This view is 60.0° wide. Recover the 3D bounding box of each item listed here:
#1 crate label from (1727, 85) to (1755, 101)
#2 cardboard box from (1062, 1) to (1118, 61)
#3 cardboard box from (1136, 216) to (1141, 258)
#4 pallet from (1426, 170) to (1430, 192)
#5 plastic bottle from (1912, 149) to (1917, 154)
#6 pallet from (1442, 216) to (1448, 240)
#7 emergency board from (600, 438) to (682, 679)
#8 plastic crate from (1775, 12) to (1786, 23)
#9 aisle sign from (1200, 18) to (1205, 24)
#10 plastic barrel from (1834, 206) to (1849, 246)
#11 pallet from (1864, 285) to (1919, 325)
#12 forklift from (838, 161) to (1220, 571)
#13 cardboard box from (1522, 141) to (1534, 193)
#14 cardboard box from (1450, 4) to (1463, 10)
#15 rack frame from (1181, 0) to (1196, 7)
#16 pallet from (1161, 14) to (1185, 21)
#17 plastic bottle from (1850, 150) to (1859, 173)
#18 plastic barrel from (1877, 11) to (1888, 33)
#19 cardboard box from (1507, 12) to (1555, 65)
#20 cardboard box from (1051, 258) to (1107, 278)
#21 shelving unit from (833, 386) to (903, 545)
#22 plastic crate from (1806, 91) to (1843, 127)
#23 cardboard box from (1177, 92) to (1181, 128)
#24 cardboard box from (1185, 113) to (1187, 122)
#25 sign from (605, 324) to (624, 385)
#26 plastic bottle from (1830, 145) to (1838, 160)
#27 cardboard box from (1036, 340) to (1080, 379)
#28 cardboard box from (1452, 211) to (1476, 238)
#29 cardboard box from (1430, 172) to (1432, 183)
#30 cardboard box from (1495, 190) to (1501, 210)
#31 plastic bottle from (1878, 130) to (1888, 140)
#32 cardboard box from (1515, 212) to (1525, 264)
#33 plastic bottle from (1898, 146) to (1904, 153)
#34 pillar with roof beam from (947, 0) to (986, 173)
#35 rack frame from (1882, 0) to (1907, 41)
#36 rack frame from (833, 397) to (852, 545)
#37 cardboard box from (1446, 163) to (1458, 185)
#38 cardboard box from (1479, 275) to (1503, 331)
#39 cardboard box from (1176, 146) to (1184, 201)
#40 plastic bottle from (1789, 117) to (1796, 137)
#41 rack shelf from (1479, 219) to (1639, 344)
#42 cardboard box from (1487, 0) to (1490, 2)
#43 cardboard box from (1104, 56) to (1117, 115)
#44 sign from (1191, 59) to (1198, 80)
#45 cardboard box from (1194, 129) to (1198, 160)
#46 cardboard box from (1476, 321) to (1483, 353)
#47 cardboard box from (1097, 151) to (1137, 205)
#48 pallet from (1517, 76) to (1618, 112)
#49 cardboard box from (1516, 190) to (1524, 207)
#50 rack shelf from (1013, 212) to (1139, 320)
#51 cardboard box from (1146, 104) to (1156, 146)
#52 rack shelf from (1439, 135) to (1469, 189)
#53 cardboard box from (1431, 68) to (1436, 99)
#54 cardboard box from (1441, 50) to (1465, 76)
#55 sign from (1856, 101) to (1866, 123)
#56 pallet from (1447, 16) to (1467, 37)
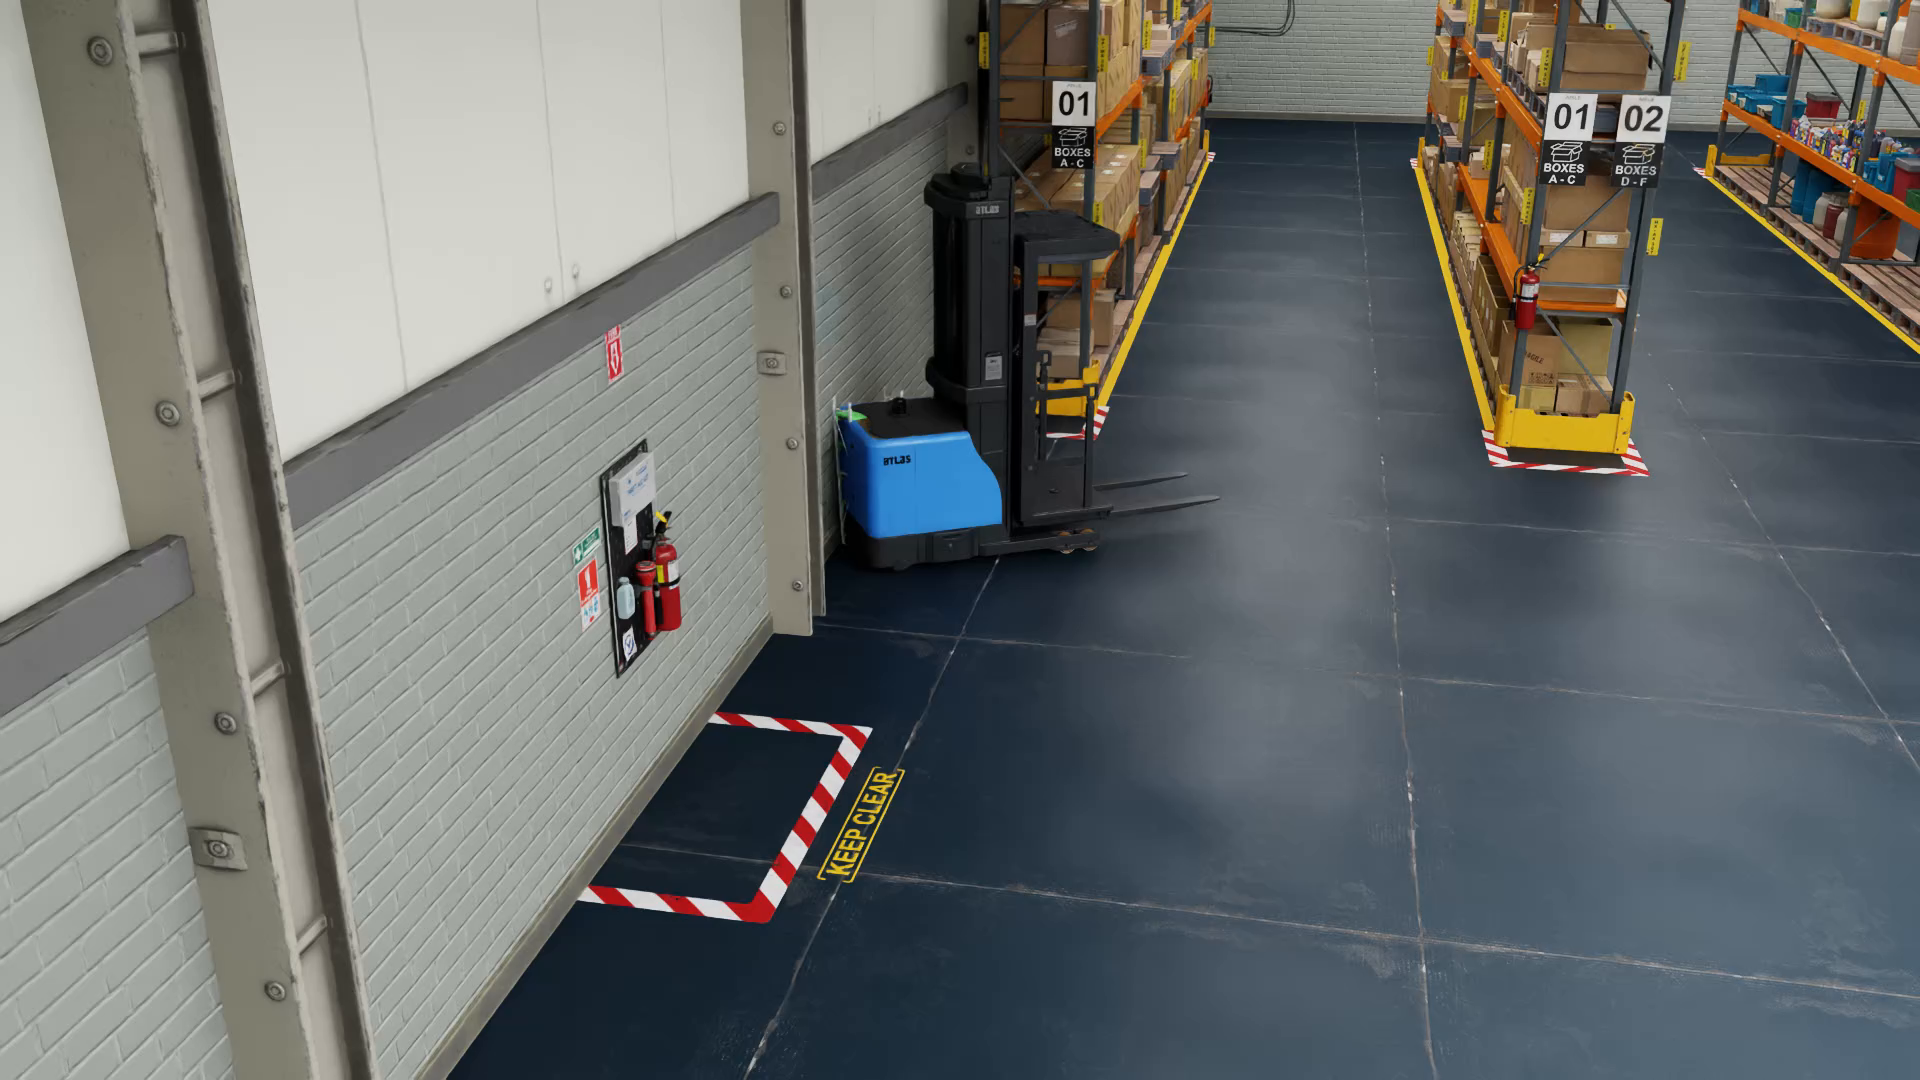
[{"bbox_3d":[13.358,-7.654,28.486,0.416,0.233,0.303,4,22,11],"label":"crate label"},{"bbox_3d":[1.235,-4.885,15.954,0.500,0.500,0.500,4,22,10],"label":"cardboard box"},{"bbox_3d":[2.011,-4.012,22.057,0.700,0.500,0.500,4,22,11],"label":"cardboard box"},{"bbox_3d":[8.454,-6.090,28.192,1.003,0.211,1.213,4,22,11],"label":"pallet"},{"bbox_3d":[12.615,-5.039,22.007,0.061,0.283,0.133,4,22,11],"label":"plastic bottle"},{"bbox_3d":[7.690,-4.643,24.601,1.003,0.211,1.213,4,22,11],"label":"pallet"},{"bbox_3d":[-1.703,0.101,9.088,0.194,1.169,0.643,4,22,11],"label":"emergency board"},{"bbox_3d":[12.801,-8.069,25.712,0.293,0.136,0.466,4,22,11],"label":"plastic crate"},{"bbox_3d":[4.340,-9.733,30.026,0.394,0.787,0.004,4,22,11],"label":"aisle sign"},{"bbox_3d":[12.209,-4.277,22.727,0.421,0.512,0.421,0,22,0],"label":"plastic barrel"},{"bbox_3d":[11.651,-2.824,20.084,1.003,0.211,1.213,4,22,11],"label":"pallet"},{"bbox_3d":[0.591,-1.433,12.988,3.031,2.935,1.130,-7,23,-17],"label":"forklift"},{"bbox_3d":[6.042,-3.694,16.640,0.700,0.500,0.500,4,22,11],"label":"cardboard box"},{"bbox_3d":[7.905,-8.205,25.896,0.500,0.250,0.500,4,22,11],"label":"cardboard box"},{"bbox_3d":[3.216,-9.844,25.750,1.000,3.000,0.127,4,22,11],"label":"rack frame"},{"bbox_3d":[2.704,-7.551,24.324,1.003,0.211,1.213,6,23,13],"label":"pallet"},{"bbox_3d":[11.763,-4.969,21.833,0.061,0.283,0.133,4,22,11],"label":"plastic bottle"},{"bbox_3d":[12.174,-6.768,21.752,0.301,0.262,0.301,0,22,0],"label":"plastic barrel"},{"bbox_3d":[6.073,-5.292,17.581,0.500,0.500,0.500,6,23,15],"label":"cardboard box"},{"bbox_3d":[1.178,-2.766,16.381,0.500,0.250,0.500,4,22,9],"label":"cardboard box"},{"bbox_3d":[-0.695,-0.567,13.138,0.503,1.200,0.258,-16,24,-34],"label":"shelving unit"},{"bbox_3d":[13.342,-6.671,25.736,0.402,0.464,0.583,4,22,11],"label":"plastic crate"},{"bbox_3d":[2.968,-6.322,24.478,0.500,0.500,0.500,4,22,11],"label":"cardboard box"},{"bbox_3d":[3.396,-6.715,26.320,0.380,0.149,0.250,5,22,12],"label":"cardboard box"},{"bbox_3d":[-1.802,-0.979,8.666,0.001,0.298,0.199,4,22,11],"label":"sign"},{"bbox_3d":[11.991,-5.306,22.778,0.097,0.201,0.097,0,22,0],"label":"plastic bottle"},{"bbox_3d":[0.996,-1.875,17.005,0.500,0.311,0.500,2,22,5],"label":"cardboard box"},{"bbox_3d":[6.855,-4.232,22.215,0.500,0.311,0.500,5,23,13],"label":"cardboard box"},{"bbox_3d":[7.922,-5.938,27.310,0.380,0.149,0.250,4,22,11],"label":"cardboard box"},{"bbox_3d":[6.433,-4.032,19.530,0.396,0.266,0.258,4,22,10],"label":"cardboard box"},{"bbox_3d":[12.822,-5.519,23.108,0.144,0.351,0.185,4,22,11],"label":"plastic bottle"},{"bbox_3d":[6.038,-3.079,16.849,0.700,0.500,0.500,5,23,13],"label":"cardboard box"},{"bbox_3d":[12.588,-5.131,22.251,0.097,0.271,0.097,0,22,0],"label":"plastic bottle"},{"bbox_3d":[4.278,-5.449,14.838,9.100,9.000,0.400,4,22,11],"label":"pillar with roof beam"},{"bbox_3d":[12.098,-7.626,20.243,1.000,3.000,0.127,4,22,11],"label":"rack frame"},{"bbox_3d":[-0.889,-0.510,13.000,0.015,1.200,0.240,-16,24,-34],"label":"rack frame"},{"bbox_3d":[7.423,-5.370,24.425,0.500,0.250,0.500,4,22,10],"label":"cardboard box"},{"bbox_3d":[5.829,-2.515,17.697,0.500,0.500,0.500,4,22,11],"label":"cardboard box"},{"bbox_3d":[3.032,-5.686,25.772,0.750,0.750,0.750,5,23,13],"label":"cardboard box"},{"bbox_3d":[12.422,-6.150,24.765,0.061,0.283,0.133,4,22,11],"label":"plastic bottle"},{"bbox_3d":[6.026,-2.694,16.990,1.077,0.370,4.000,4,22,11],"label":"rack shelf"},{"bbox_3d":[7.553,-7.656,22.860,0.500,0.500,0.500,4,22,11],"label":"cardboard box"},{"bbox_3d":[1.225,-4.416,16.128,0.500,0.500,0.500,6,23,14],"label":"cardboard box"},{"bbox_3d":[3.749,-7.524,26.576,0.100,0.325,0.005,4,22,11],"label":"sign"},{"bbox_3d":[3.885,-7.113,29.783,0.700,0.500,0.500,4,22,11],"label":"cardboard box"},{"bbox_3d":[5.828,-2.167,17.837,0.500,0.250,0.500,4,22,11],"label":"cardboard box"},{"bbox_3d":[1.693,-4.043,18.548,0.500,0.500,0.500,4,22,11],"label":"cardboard box"},{"bbox_3d":[6.034,-4.351,16.244,1.003,0.211,1.213,4,22,11],"label":"pallet"},{"bbox_3d":[5.877,-3.456,16.918,0.380,0.149,0.250,4,22,10],"label":"cardboard box"},{"bbox_3d":[1.175,-3.070,17.925,1.077,0.370,4.000,4,22,11],"label":"rack shelf"},{"bbox_3d":[2.314,-5.676,22.709,0.700,0.500,0.500,2,22,5],"label":"cardboard box"},{"bbox_3d":[7.658,-5.620,24.255,1.077,0.370,4.000,4,22,11],"label":"rack shelf"},{"bbox_3d":[8.434,-7.863,28.728,0.500,0.500,0.500,4,22,10],"label":"cardboard box"},{"bbox_3d":[8.018,-7.587,26.705,0.500,0.500,0.500,4,22,10],"label":"cardboard box"},{"bbox_3d":[13.453,-6.392,24.838,0.100,0.325,0.005,4,22,11],"label":"sign"},{"bbox_3d":[7.656,-7.376,23.890,1.213,0.211,1.003,4,22,11],"label":"pallet"}]
